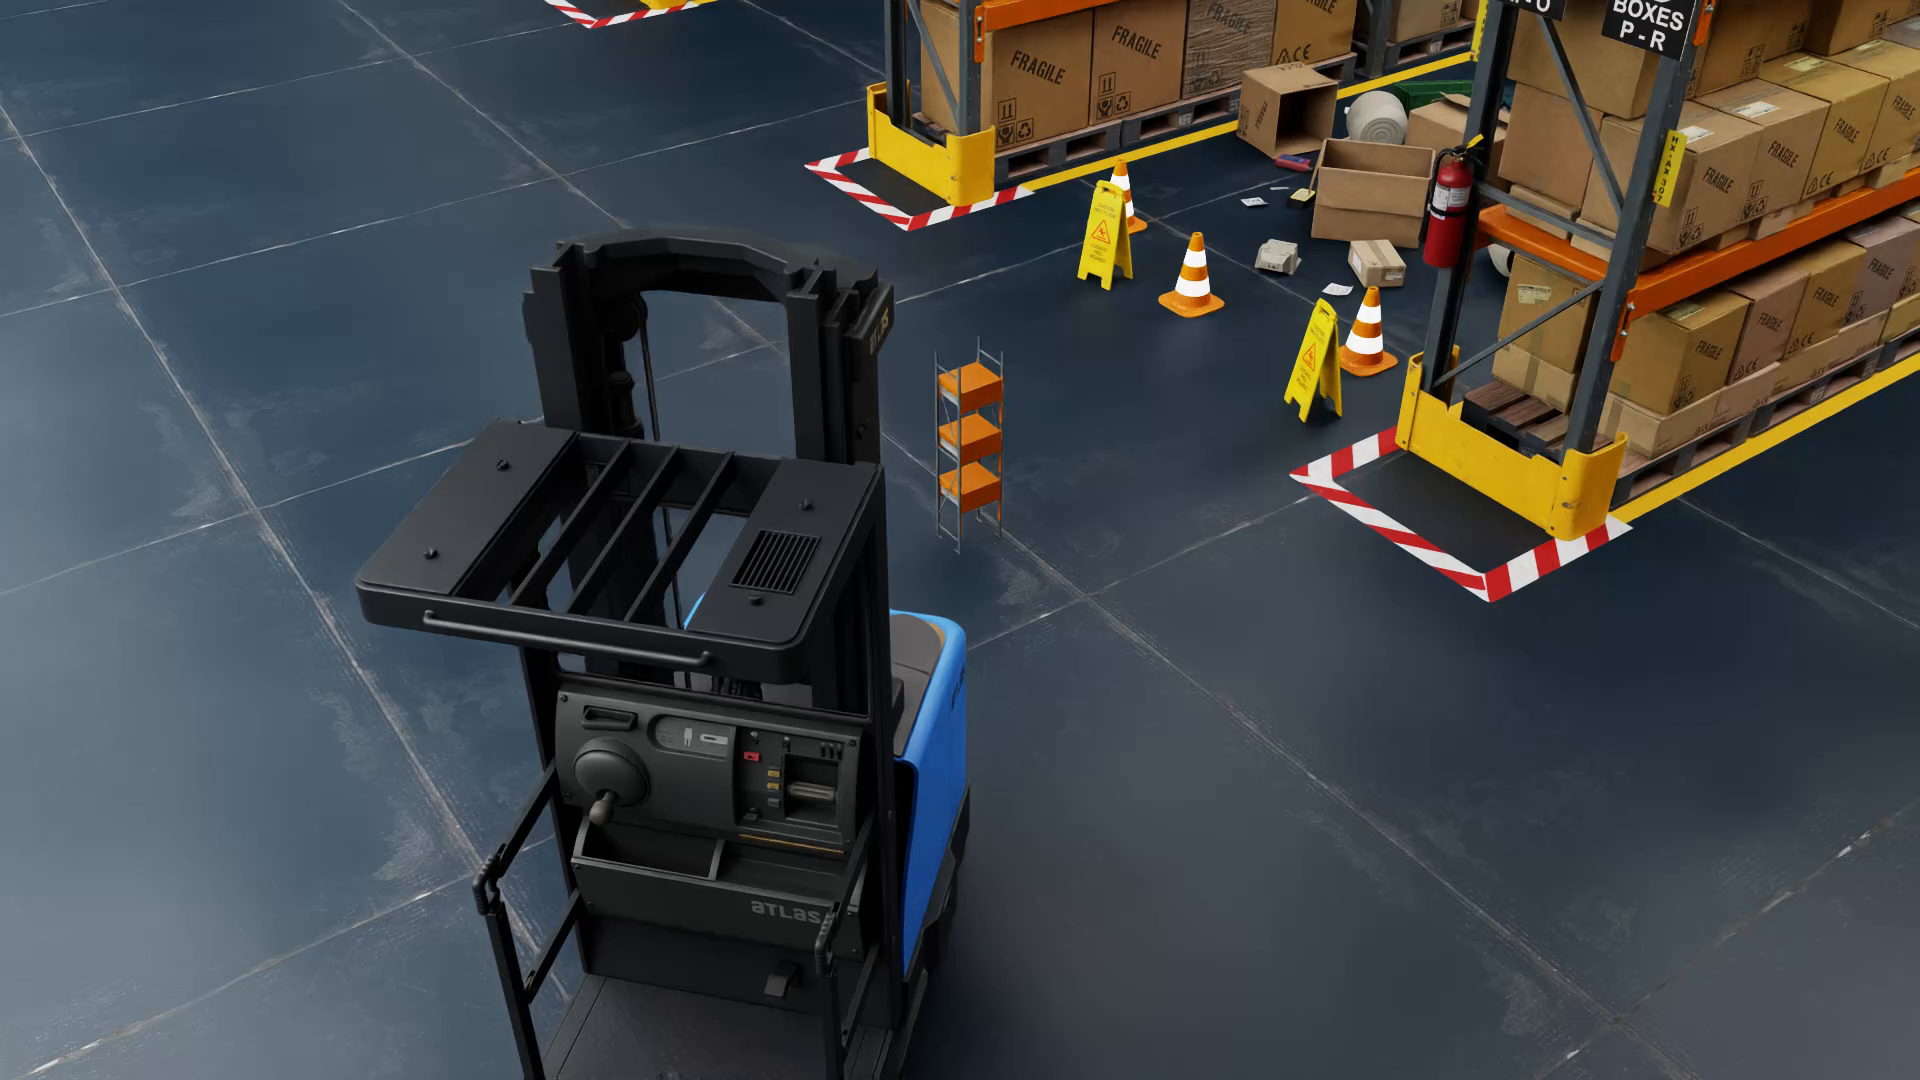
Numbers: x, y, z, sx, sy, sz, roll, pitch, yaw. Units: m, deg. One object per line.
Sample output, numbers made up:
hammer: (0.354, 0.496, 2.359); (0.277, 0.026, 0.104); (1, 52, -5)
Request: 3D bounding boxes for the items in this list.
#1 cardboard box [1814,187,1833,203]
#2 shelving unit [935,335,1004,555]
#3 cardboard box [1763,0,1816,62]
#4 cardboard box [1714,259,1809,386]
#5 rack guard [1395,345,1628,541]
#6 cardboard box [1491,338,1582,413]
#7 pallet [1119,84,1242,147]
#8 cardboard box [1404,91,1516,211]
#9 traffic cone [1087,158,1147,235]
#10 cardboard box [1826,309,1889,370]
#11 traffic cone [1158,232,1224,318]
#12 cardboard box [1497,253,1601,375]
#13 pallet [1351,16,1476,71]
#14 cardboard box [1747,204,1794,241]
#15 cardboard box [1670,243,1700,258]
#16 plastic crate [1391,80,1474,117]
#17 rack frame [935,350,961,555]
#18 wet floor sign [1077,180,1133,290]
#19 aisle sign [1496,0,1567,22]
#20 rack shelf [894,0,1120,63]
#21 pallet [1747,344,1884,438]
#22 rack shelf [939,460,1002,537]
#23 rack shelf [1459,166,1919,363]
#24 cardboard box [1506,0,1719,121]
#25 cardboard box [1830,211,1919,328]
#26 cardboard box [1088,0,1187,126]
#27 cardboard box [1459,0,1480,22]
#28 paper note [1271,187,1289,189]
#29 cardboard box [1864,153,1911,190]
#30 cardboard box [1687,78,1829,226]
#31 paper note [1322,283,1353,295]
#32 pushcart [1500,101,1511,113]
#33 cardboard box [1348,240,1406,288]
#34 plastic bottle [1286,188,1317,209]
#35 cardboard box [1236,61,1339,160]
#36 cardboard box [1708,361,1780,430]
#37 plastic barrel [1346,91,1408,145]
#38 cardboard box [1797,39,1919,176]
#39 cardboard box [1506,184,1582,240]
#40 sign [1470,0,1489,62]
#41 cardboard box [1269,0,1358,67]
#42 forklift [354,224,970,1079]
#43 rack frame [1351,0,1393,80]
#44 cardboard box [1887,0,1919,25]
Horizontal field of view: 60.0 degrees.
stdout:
cardboard box: (4.206, -1.849, 8.467); (0.250, 0.149, 0.380); (-21, 41, -26)
shelving unit: (0.044, -0.444, 7.968); (0.252, 1.050, 0.215); (-22, 41, -28)
cardboard box: (3.807, -2.740, 8.293); (0.500, 0.500, 0.700); (-23, 42, -28)
cardboard box: (4.003, -1.193, 8.693); (0.500, 0.500, 0.500); (-24, 42, -29)
rack guard: (2.802, -0.520, 8.544); (0.348, 0.500, 1.175); (-22, 41, -28)
cardboard box: (3.265, -0.972, 9.027); (0.500, 0.250, 0.500); (-23, 41, -28)
pallet: (1.411, -3.420, 12.824); (1.213, 0.211, 1.003); (-22, 41, -28)
cardboard box: (3.477, -2.668, 11.413); (0.503, 0.637, 0.797); (-22, 41, -28)
traffic cone: (1.058, -2.308, 11.063); (0.334, 0.463, 0.336); (-22, 41, -28)
cardboard box: (4.833, -1.229, 9.385); (0.500, 0.250, 0.500); (-22, 41, -27)
traffic cone: (1.431, -1.655, 10.155); (0.334, 0.463, 0.336); (-22, 41, -28)
cardboard box: (3.245, -1.262, 8.788); (0.500, 0.500, 0.500); (-22, 41, -28)
pallet: (3.663, -4.346, 14.112); (1.213, 0.211, 1.003); (-22, 41, -28)
cardboard box: (3.833, -1.628, 8.160); (0.250, 0.149, 0.380); (-22, 41, -27)
cardboard box: (3.335, -1.514, 8.002); (0.250, 0.149, 0.380); (-22, 41, -27)
plastic crate: (3.688, -3.381, 12.741); (0.662, 0.188, 0.450); (-3, 26, -4)
rack frame: (-0.056, -0.403, 7.911); (0.008, 1.050, 0.200); (-22, 41, -28)
wet floor sign: (0.923, -1.927, 10.377); (0.267, 0.644, 0.232); (30, 45, 35)
aisle sign: (2.522, -2.682, 7.184); (0.004, 0.787, 0.394); (-22, 41, -28)
rack shelf: (1.441, -4.218, 12.162); (4.000, 0.370, 1.077); (-22, 41, -28)
pallet: (4.483, -1.067, 9.553); (1.213, 0.211, 1.003); (-22, 41, -28)
rack shelf: (0.044, -0.210, 8.137); (0.240, 0.259, 0.215); (-22, 41, -28)
rack shelf: (4.375, -1.890, 8.924); (4.000, 0.370, 1.077); (-22, 41, -28)
cardboard box: (3.032, -2.352, 7.755); (0.500, 0.500, 0.700); (-23, 42, -29)
cardboard box: (4.849, -1.542, 9.178); (0.500, 0.500, 0.500); (-20, 40, -26)
cardboard box: (1.040, -3.702, 12.288); (0.875, 0.875, 0.875); (-23, 42, -29)
cardboard box: (4.322, -5.014, 14.220); (0.750, 0.750, 1.050); (-22, 41, -28)
paper note: (2.244, -2.470, 11.676); (0.123, 0.001, 0.032); (-3, 36, -4)
cardboard box: (4.678, -1.980, 8.649); (0.250, 0.149, 0.380); (-22, 41, -28)
cardboard box: (3.708, -1.873, 7.945); (0.500, 0.500, 0.500); (-21, 41, -27)
paper note: (2.366, -1.572, 10.409); (0.148, 0.019, 0.142); (22, 41, 28)
pushcart: (4.655, -2.861, 11.905); (1.648, 0.377, 0.936); (22, 41, 28)
cardboard box: (2.647, -1.756, 10.565); (0.250, 0.149, 0.380); (-3, 36, -4)
plastic bottle: (2.377, -2.373, 11.497); (0.133, 0.061, 0.283); (22, 41, 28)
cardboard box: (2.398, -3.157, 12.209); (0.500, 0.500, 0.500); (-15, 38, -20)
cardboard box: (3.980, -0.871, 8.887); (0.500, 0.250, 0.500); (-21, 41, -26)
plastic barrel: (3.032, -3.023, 12.091); (0.421, 0.421, 0.512); (3, 36, 4)
cardboard box: (4.535, -2.220, 8.427); (0.500, 0.500, 0.500); (-23, 42, -29)
cardboard box: (2.922, -1.635, 8.169); (0.250, 0.149, 0.380); (-21, 41, -26)
sign: (2.437, -2.379, 7.726); (0.005, 0.325, 0.100); (-22, 41, -28)
cardboard box: (2.521, -4.313, 13.137); (0.875, 0.875, 0.875); (-22, 41, -27)
forklift: (-0.788, 0.745, 4.705); (1.130, 2.935, 3.031); (8, 36, 10)
rack frame: (3.075, -5.183, 12.887); (0.127, 3.000, 1.000); (-22, 41, -28)
cardboard box: (4.669, -3.060, 8.739); (0.500, 0.500, 0.700); (-23, 42, -29)
